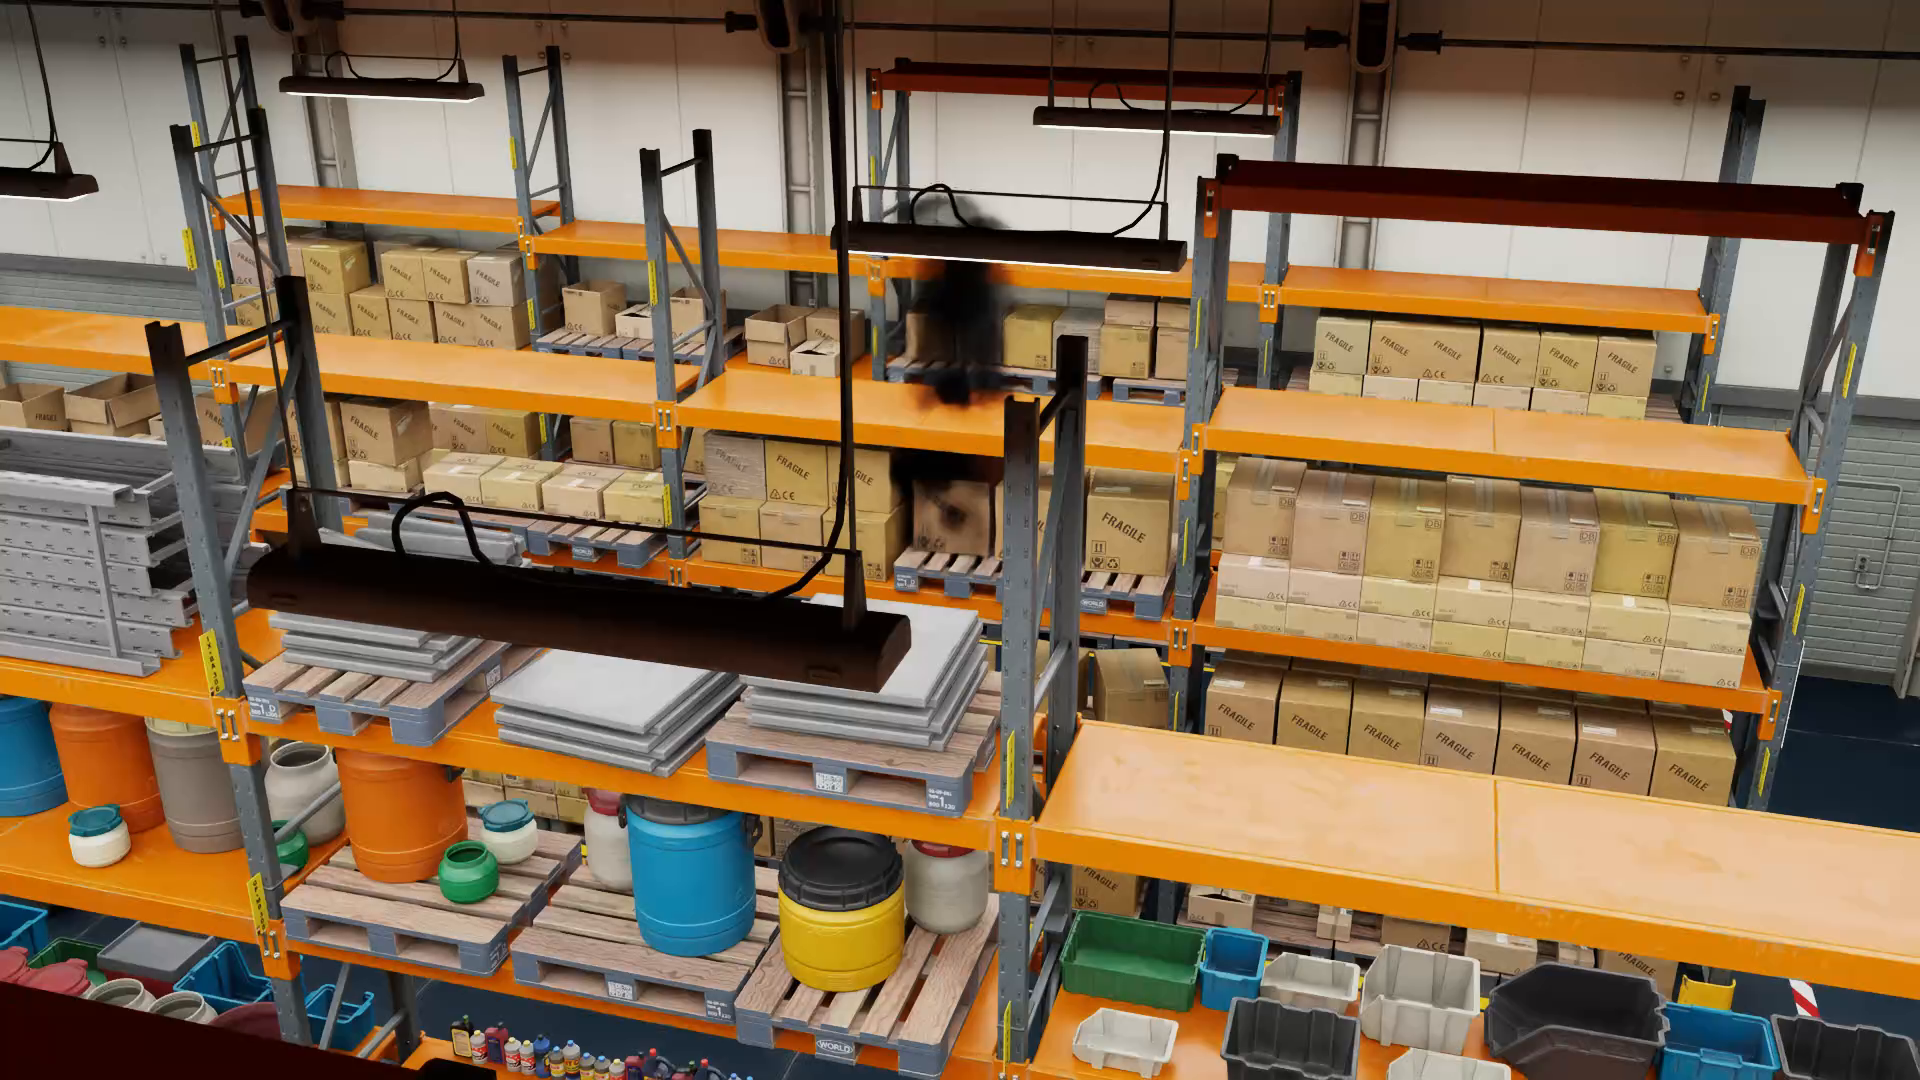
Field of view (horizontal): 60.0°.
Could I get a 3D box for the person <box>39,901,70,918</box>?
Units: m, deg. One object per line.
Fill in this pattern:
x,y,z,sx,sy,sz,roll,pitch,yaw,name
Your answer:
-7.645,2.295,13.235,0.865,1.549,0.685,-4,23,-10,person
